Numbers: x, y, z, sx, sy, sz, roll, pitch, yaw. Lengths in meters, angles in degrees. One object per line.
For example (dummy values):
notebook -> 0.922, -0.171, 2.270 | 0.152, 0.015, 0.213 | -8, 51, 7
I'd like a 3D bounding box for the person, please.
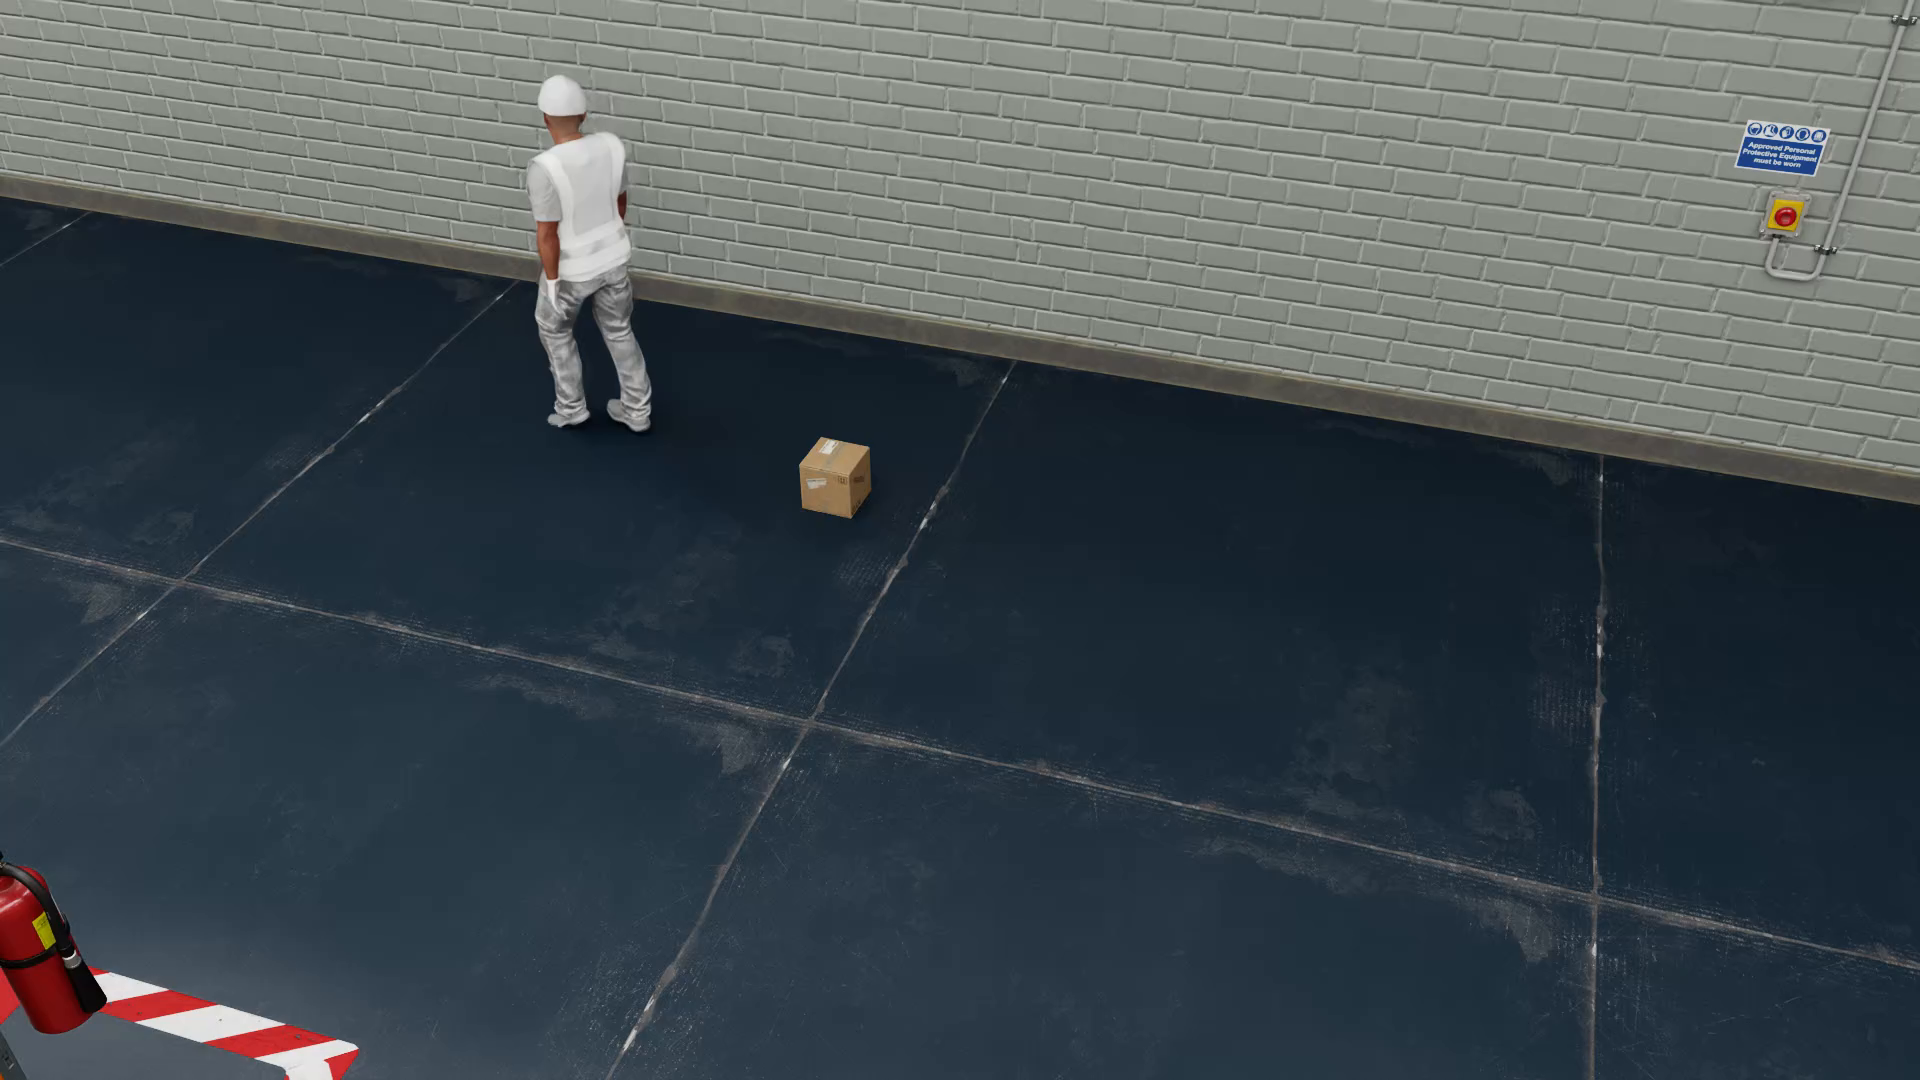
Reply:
person -> -1.803, -1.302, 7.898 | 0.541, 1.850, 0.578 | 29, 45, 33
